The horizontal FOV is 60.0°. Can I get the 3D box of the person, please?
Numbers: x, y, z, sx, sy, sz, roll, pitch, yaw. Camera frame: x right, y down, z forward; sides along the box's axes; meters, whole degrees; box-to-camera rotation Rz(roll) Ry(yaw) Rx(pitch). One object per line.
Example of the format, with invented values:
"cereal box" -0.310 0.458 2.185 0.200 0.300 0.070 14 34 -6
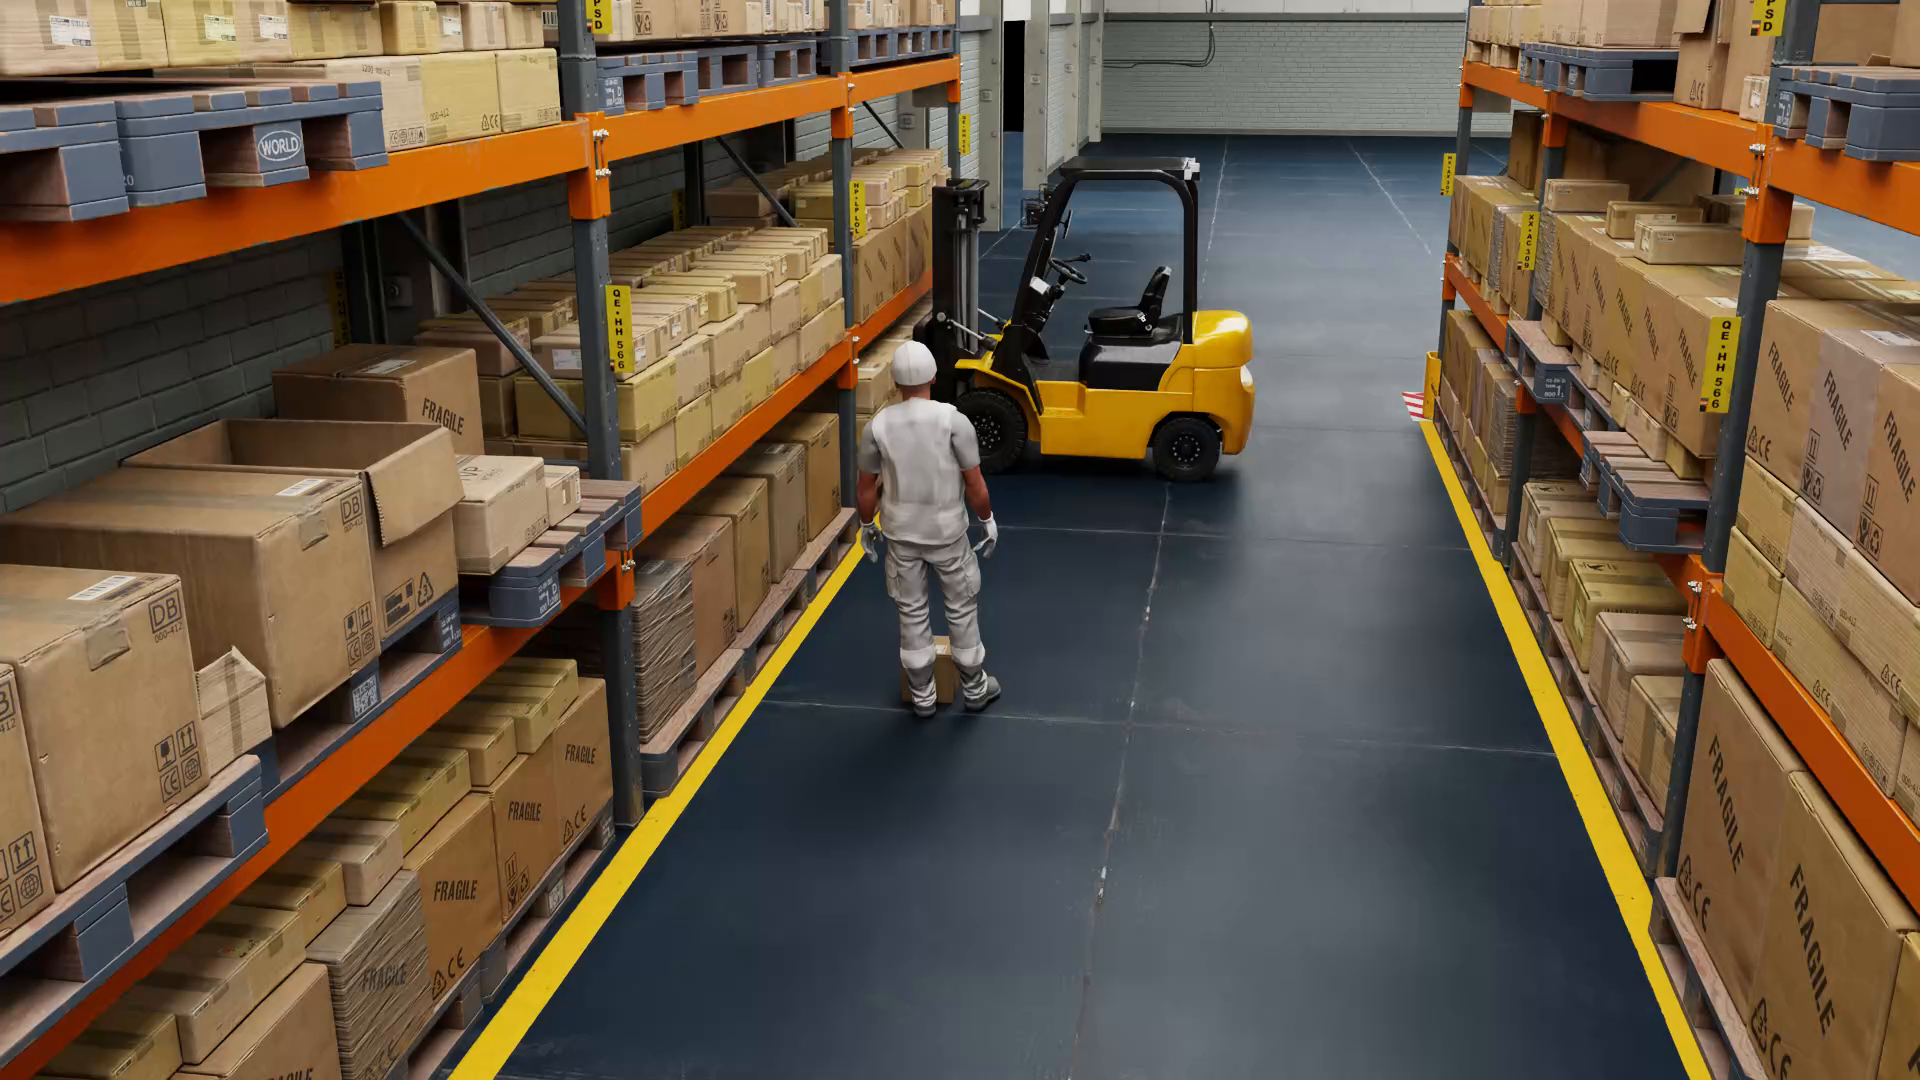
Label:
"person" -0.137 -0.056 7.656 0.637 1.788 0.564 3 18 9
